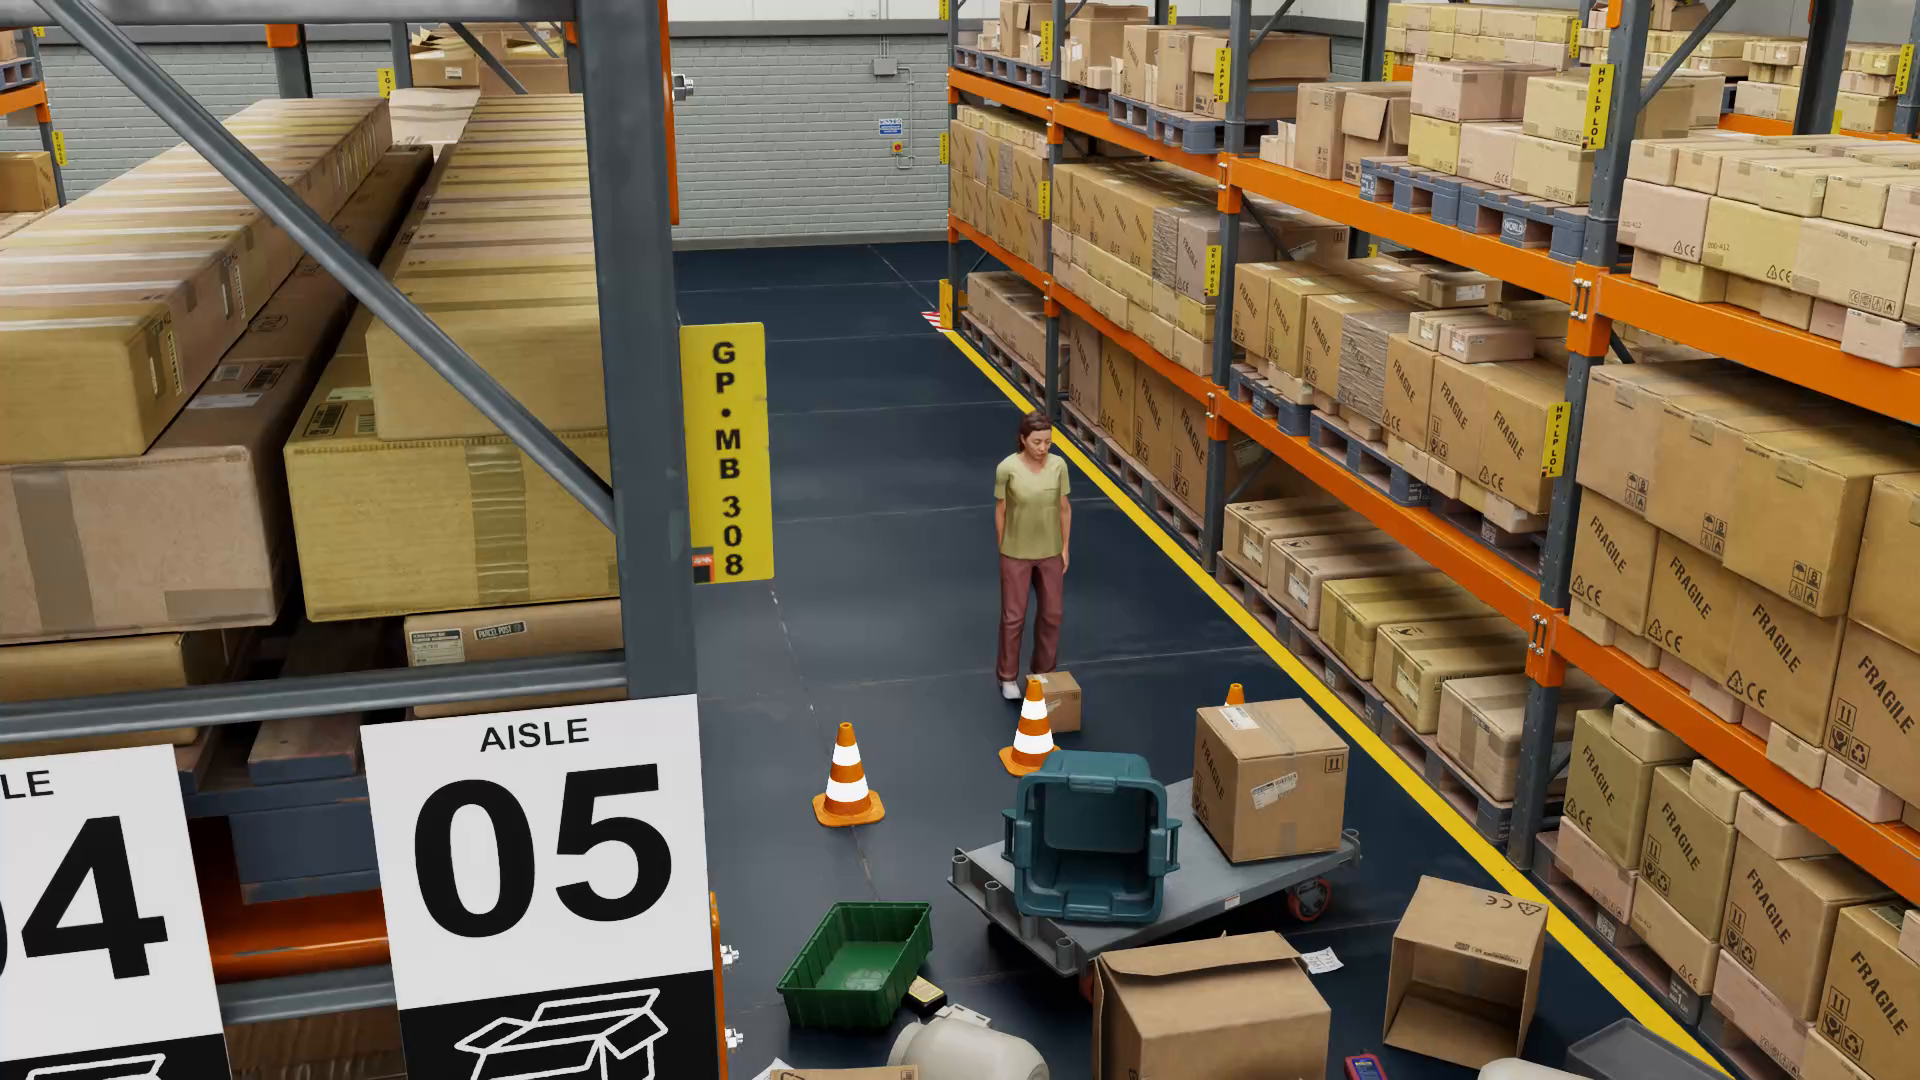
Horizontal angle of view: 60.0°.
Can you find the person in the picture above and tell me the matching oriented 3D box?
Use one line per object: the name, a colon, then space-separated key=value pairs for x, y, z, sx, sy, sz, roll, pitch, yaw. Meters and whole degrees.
person: x=0.412 y=0.073 z=9.383 sx=0.445 sy=1.673 sz=0.363 roll=-4 pitch=20 yaw=-11
